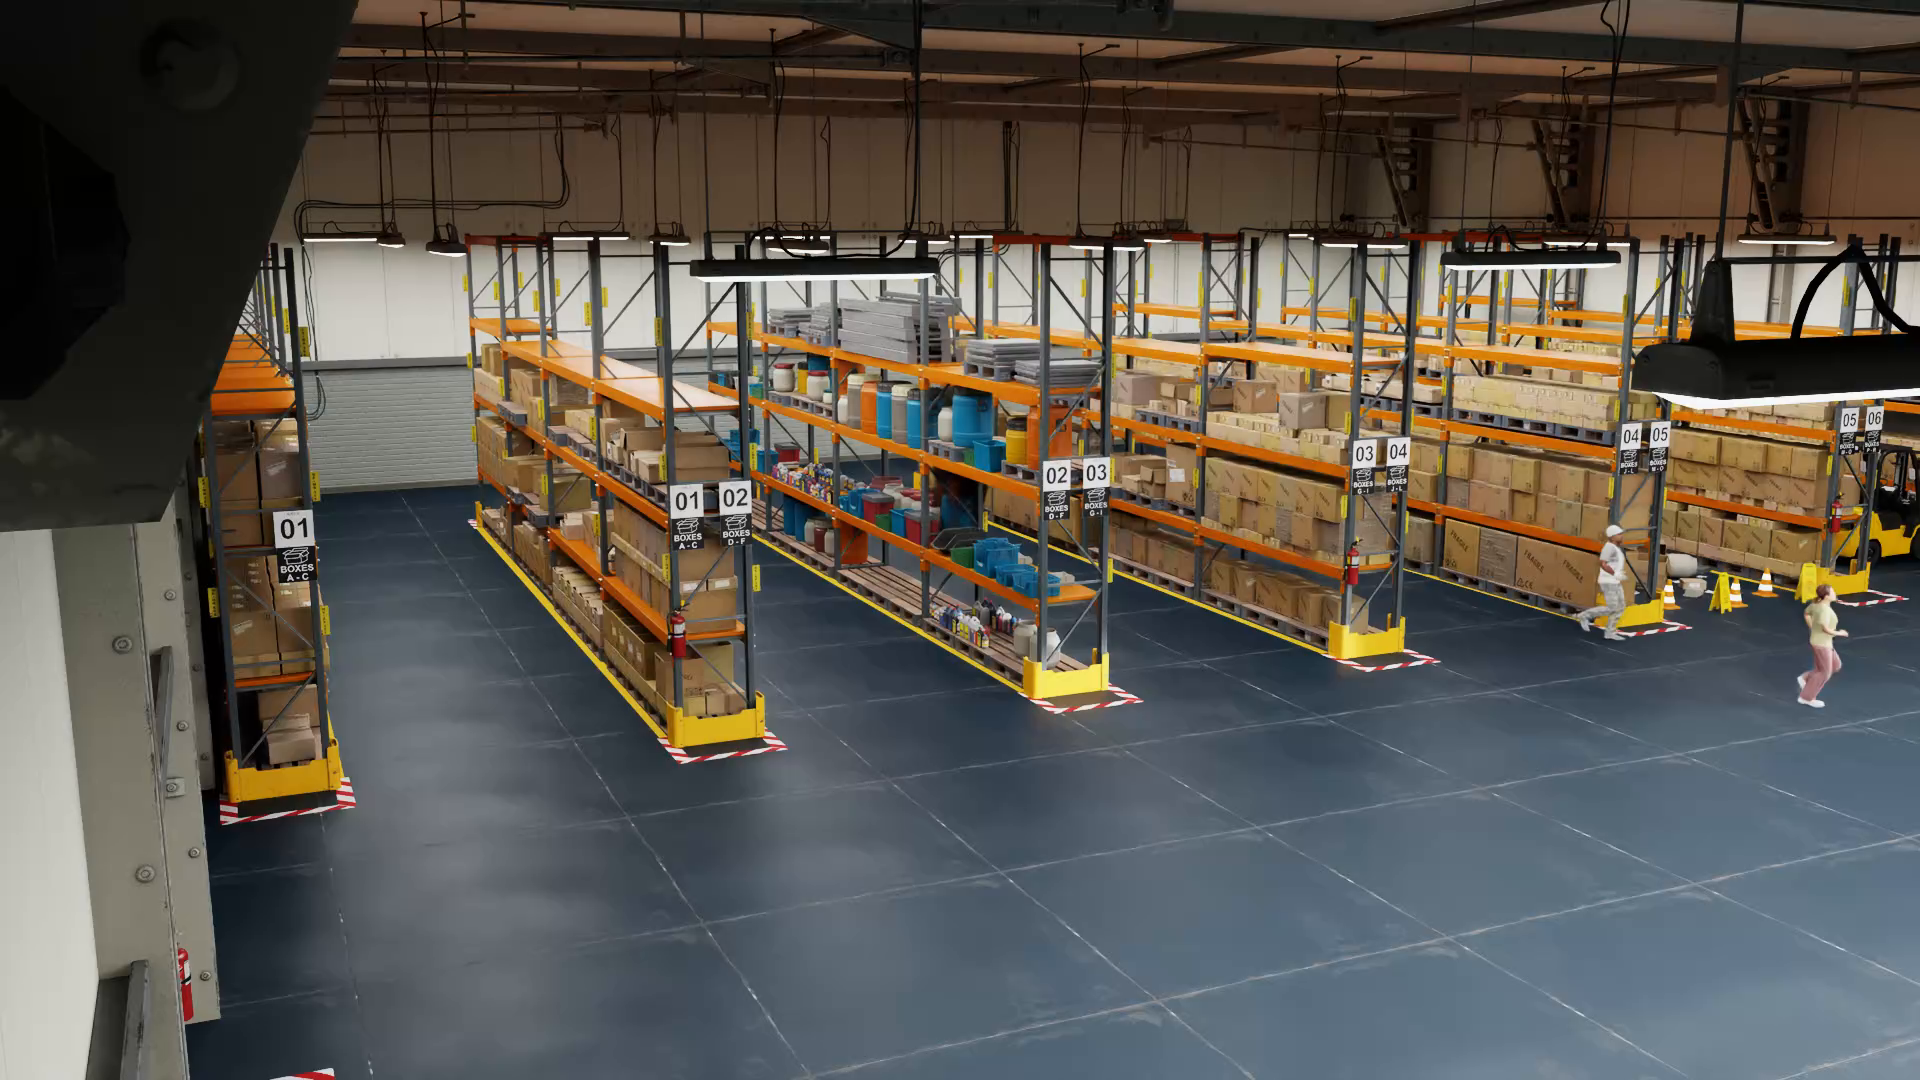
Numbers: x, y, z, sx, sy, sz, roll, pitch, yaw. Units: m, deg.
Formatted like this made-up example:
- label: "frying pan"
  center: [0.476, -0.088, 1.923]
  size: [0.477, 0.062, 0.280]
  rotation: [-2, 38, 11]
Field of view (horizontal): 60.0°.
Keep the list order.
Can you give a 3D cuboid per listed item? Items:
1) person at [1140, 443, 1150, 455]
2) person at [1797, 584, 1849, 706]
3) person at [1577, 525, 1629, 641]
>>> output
- label: "person"
  center: [4.714, -2.477, 41.750]
  size: [0.681, 1.620, 0.617]
  rotation: [9, 14, 38]
- label: "person"
  center: [11.293, 1.372, 21.740]
  size: [0.524, 1.639, 0.626]
  rotation: [3, 11, 16]
- label: "person"
  center: [9.839, 0.635, 25.331]
  size: [0.706, 1.747, 0.700]
  rotation: [6, 13, 29]
